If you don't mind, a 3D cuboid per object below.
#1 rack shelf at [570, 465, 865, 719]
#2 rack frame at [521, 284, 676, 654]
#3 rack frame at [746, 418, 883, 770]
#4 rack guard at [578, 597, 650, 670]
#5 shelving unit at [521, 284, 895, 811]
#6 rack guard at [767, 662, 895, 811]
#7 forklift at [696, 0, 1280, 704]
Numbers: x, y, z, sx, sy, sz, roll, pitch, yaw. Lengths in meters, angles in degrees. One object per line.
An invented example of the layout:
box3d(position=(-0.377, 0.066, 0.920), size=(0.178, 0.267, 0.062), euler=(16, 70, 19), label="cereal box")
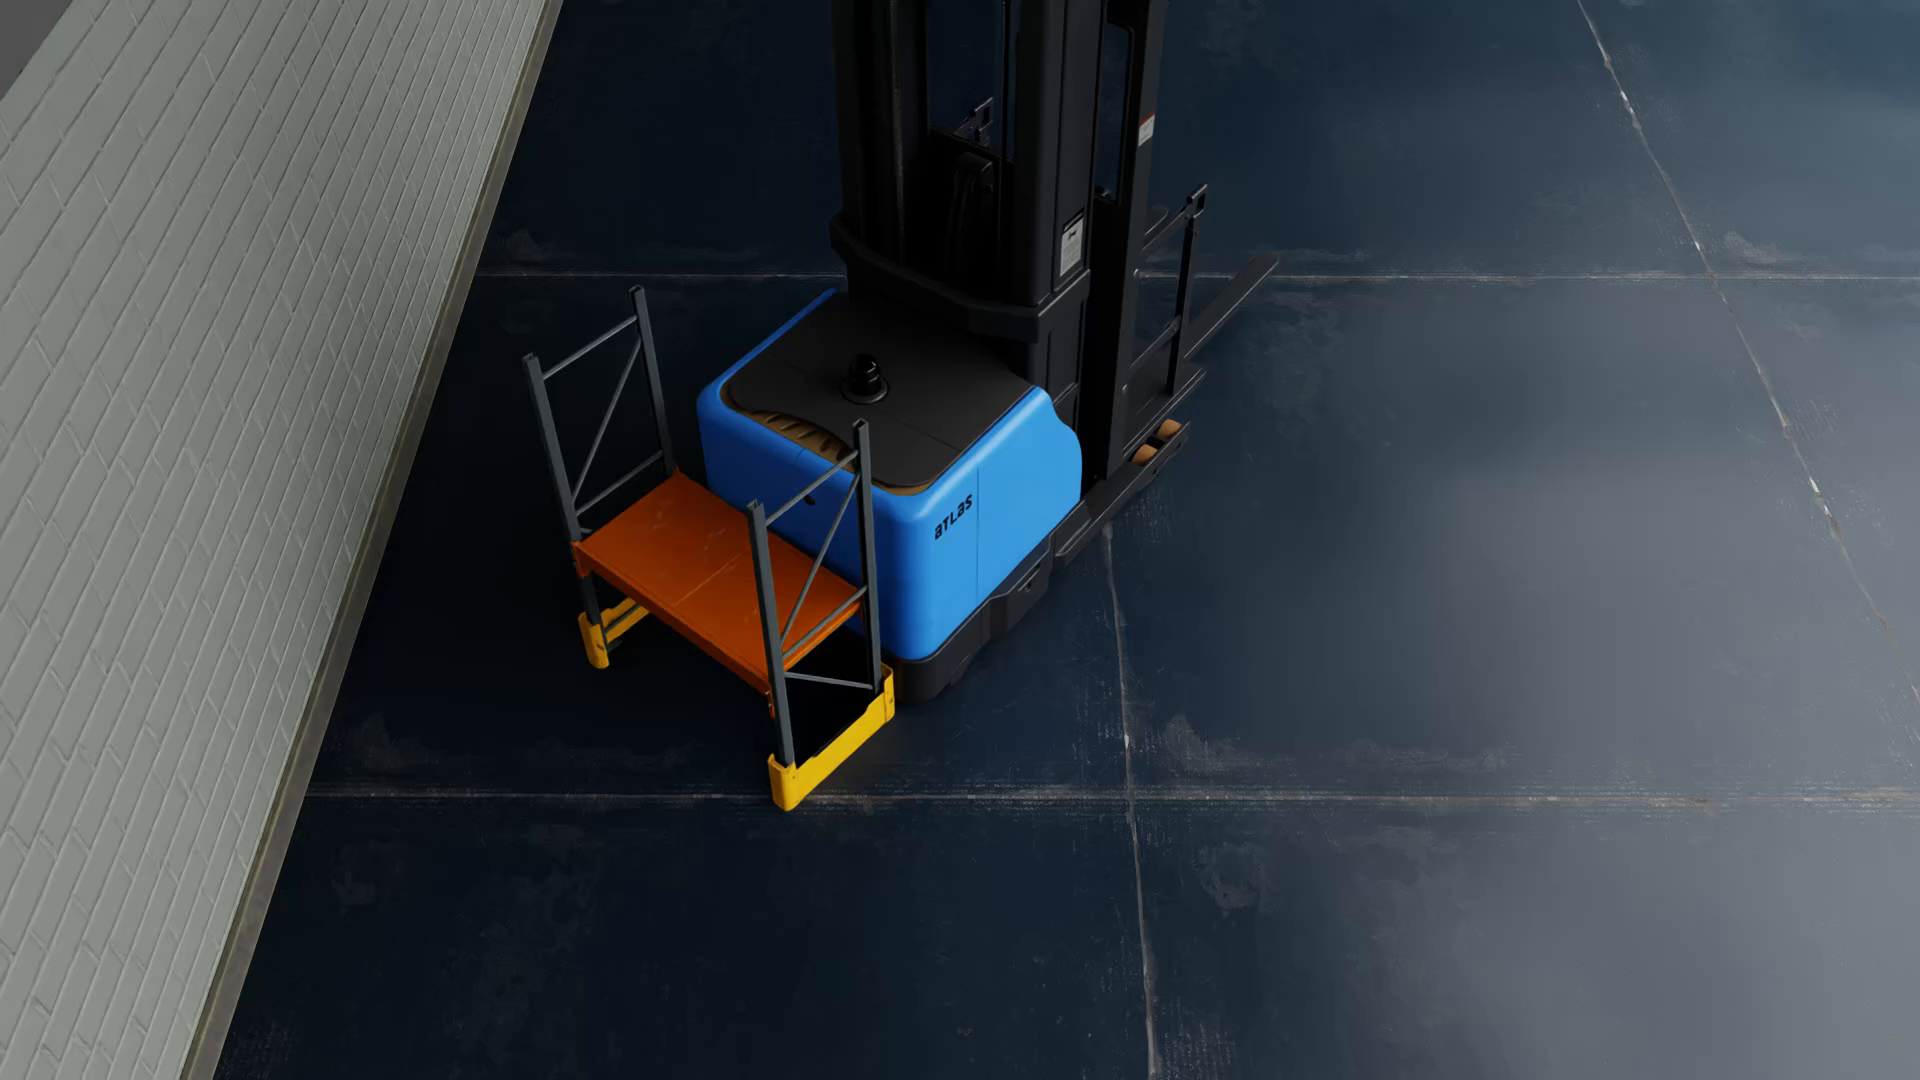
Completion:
box3d(position=(-0.844, 0.162, 5.901), size=(1.000, 0.185, 0.538), euler=(32, 55, 26), label="rack shelf")
box3d(position=(-1.231, -0.201, 5.993), size=(0.032, 1.500, 0.500), euler=(32, 55, 26), label="rack frame")
box3d(position=(-0.456, 0.280, 5.546), size=(0.032, 1.500, 0.500), euler=(32, 55, 26), label="rack frame")
box3d(position=(-1.217, 0.234, 6.442), size=(0.087, 0.250, 0.587), euler=(32, 55, 26), label="rack guard")
box3d(position=(-0.837, 0.044, 5.765), size=(1.083, 1.500, 0.587), euler=(32, 55, 26), label="shelving unit")
box3d(position=(-0.457, 0.705, 6.004), size=(0.087, 0.250, 0.587), euler=(32, 55, 26), label="rack guard")
box3d(position=(0.330, -1.431, 6.160), size=(1.130, 2.935, 3.031), euler=(28, 53, 24), label="forklift")
